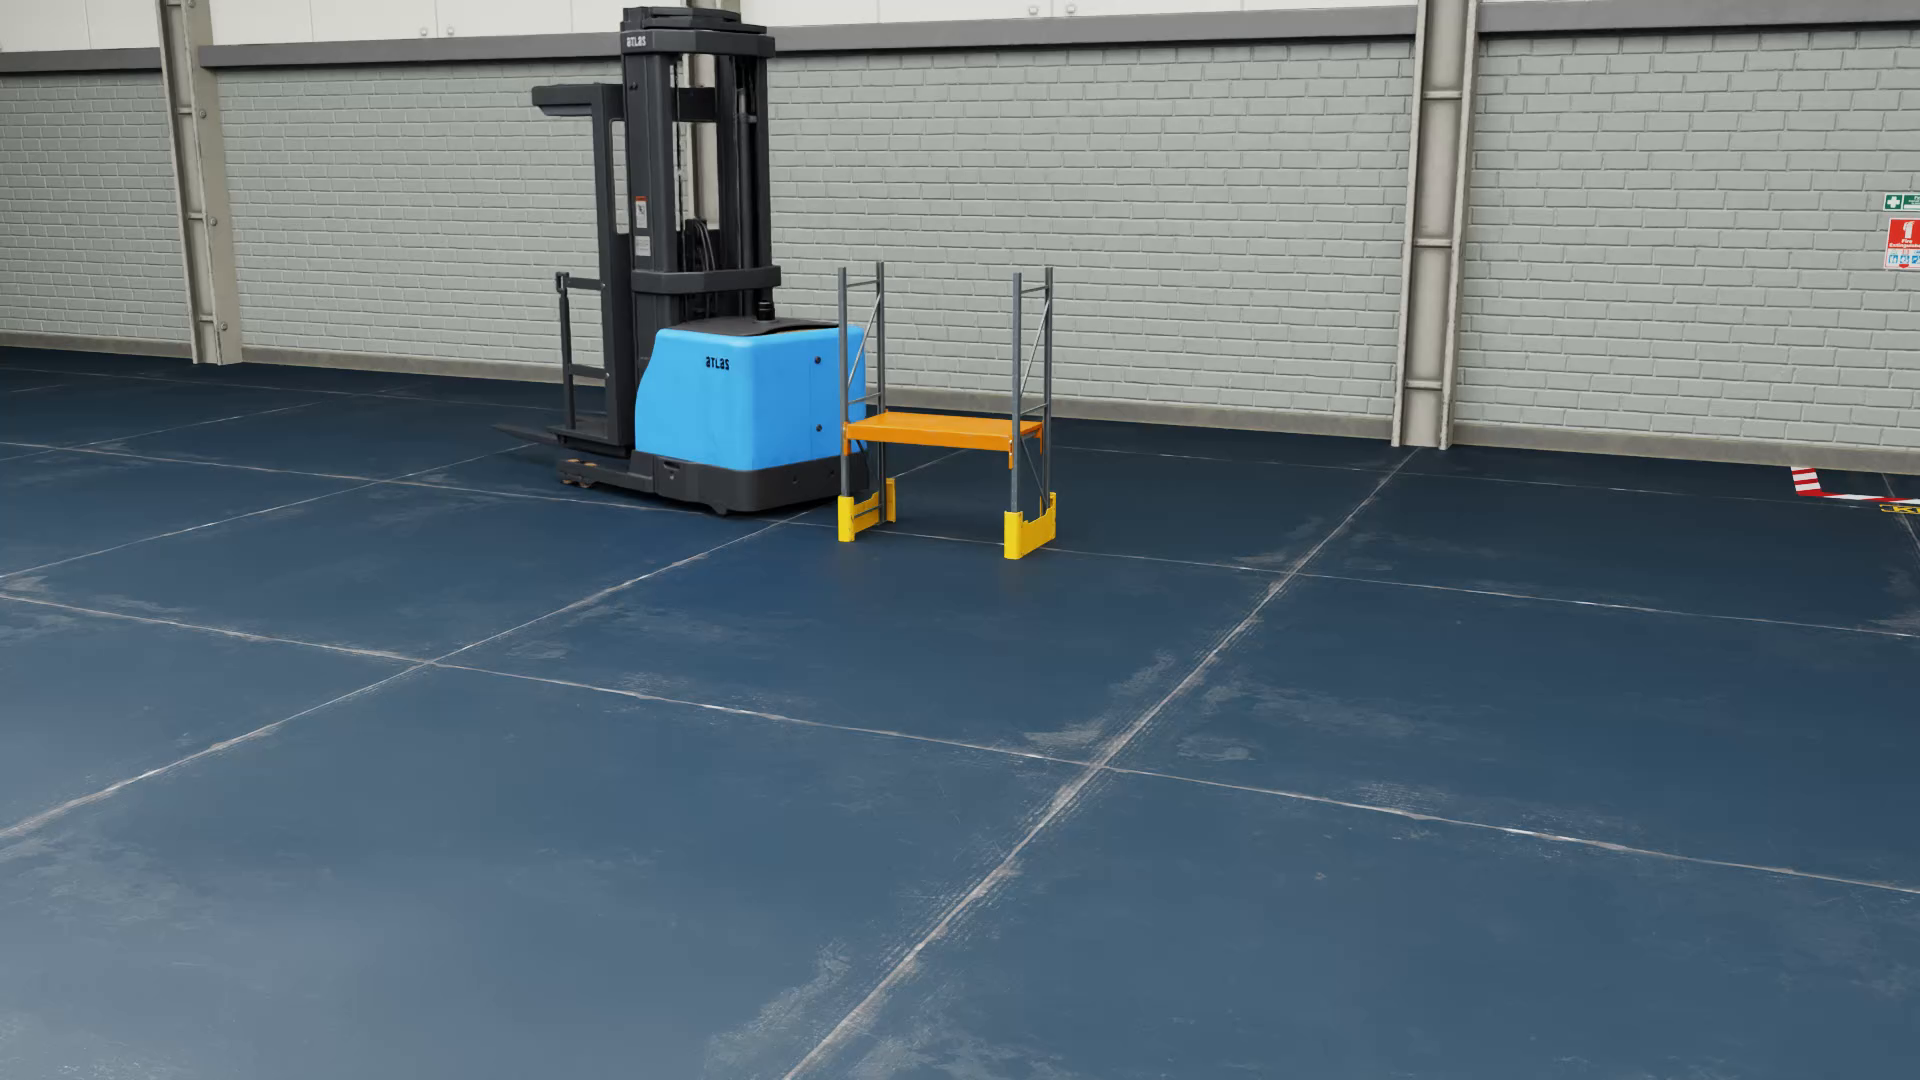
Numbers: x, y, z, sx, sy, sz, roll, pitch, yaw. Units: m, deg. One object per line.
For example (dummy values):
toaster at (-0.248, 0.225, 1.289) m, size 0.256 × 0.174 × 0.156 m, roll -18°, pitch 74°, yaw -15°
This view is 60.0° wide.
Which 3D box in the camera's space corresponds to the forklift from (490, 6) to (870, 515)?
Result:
forklift at (-1.980, -1.834, 10.655) m, size 3.031 × 2.935 × 1.130 m, roll 12°, pitch 18°, yaw 42°

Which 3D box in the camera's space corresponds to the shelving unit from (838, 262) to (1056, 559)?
shelving unit at (-0.070, -0.737, 9.114) m, size 1.083 × 1.500 × 0.587 m, roll 6°, pitch 14°, yaw 23°

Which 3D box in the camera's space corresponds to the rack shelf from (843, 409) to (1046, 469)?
rack shelf at (-0.078, -0.563, 9.158) m, size 1.000 × 0.185 × 0.538 m, roll 6°, pitch 14°, yaw 23°

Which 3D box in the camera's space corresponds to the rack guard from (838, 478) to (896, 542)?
rack guard at (-0.525, -0.175, 9.453) m, size 0.087 × 0.250 × 0.587 m, roll 6°, pitch 14°, yaw 23°

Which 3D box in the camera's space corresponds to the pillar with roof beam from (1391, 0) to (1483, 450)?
pillar with roof beam at (1.660, -4.185, 7.392) m, size 0.400 × 9.000 × 9.100 m, roll 6°, pitch 14°, yaw 23°

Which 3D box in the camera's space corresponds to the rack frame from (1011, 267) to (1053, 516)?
rack frame at (0.387, -0.691, 8.917) m, size 0.032 × 1.500 × 0.500 m, roll 6°, pitch 14°, yaw 23°

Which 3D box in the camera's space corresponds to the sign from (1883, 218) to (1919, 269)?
sign at (6.182, -1.935, 10.858) m, size 0.234 × 0.329 × 0.001 m, roll 6°, pitch 14°, yaw 23°

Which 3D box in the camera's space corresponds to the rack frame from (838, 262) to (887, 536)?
rack frame at (-0.543, -0.785, 9.318) m, size 0.032 × 1.500 × 0.500 m, roll 6°, pitch 14°, yaw 23°

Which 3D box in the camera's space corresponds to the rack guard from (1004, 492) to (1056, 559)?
rack guard at (0.386, -0.083, 9.060) m, size 0.087 × 0.250 × 0.587 m, roll 6°, pitch 14°, yaw 23°

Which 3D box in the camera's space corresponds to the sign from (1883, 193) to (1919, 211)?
sign at (6.183, -2.191, 10.788) m, size 0.331 × 0.109 × 0.001 m, roll 6°, pitch 14°, yaw 23°

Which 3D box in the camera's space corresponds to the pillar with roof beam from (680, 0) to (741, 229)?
pillar with roof beam at (-3.826, -4.740, 9.758) m, size 0.400 × 9.000 × 9.100 m, roll 6°, pitch 14°, yaw 23°

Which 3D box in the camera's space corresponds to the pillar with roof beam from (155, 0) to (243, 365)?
pillar with roof beam at (-9.311, -5.296, 12.124) m, size 0.400 × 9.000 × 9.100 m, roll 6°, pitch 14°, yaw 23°
